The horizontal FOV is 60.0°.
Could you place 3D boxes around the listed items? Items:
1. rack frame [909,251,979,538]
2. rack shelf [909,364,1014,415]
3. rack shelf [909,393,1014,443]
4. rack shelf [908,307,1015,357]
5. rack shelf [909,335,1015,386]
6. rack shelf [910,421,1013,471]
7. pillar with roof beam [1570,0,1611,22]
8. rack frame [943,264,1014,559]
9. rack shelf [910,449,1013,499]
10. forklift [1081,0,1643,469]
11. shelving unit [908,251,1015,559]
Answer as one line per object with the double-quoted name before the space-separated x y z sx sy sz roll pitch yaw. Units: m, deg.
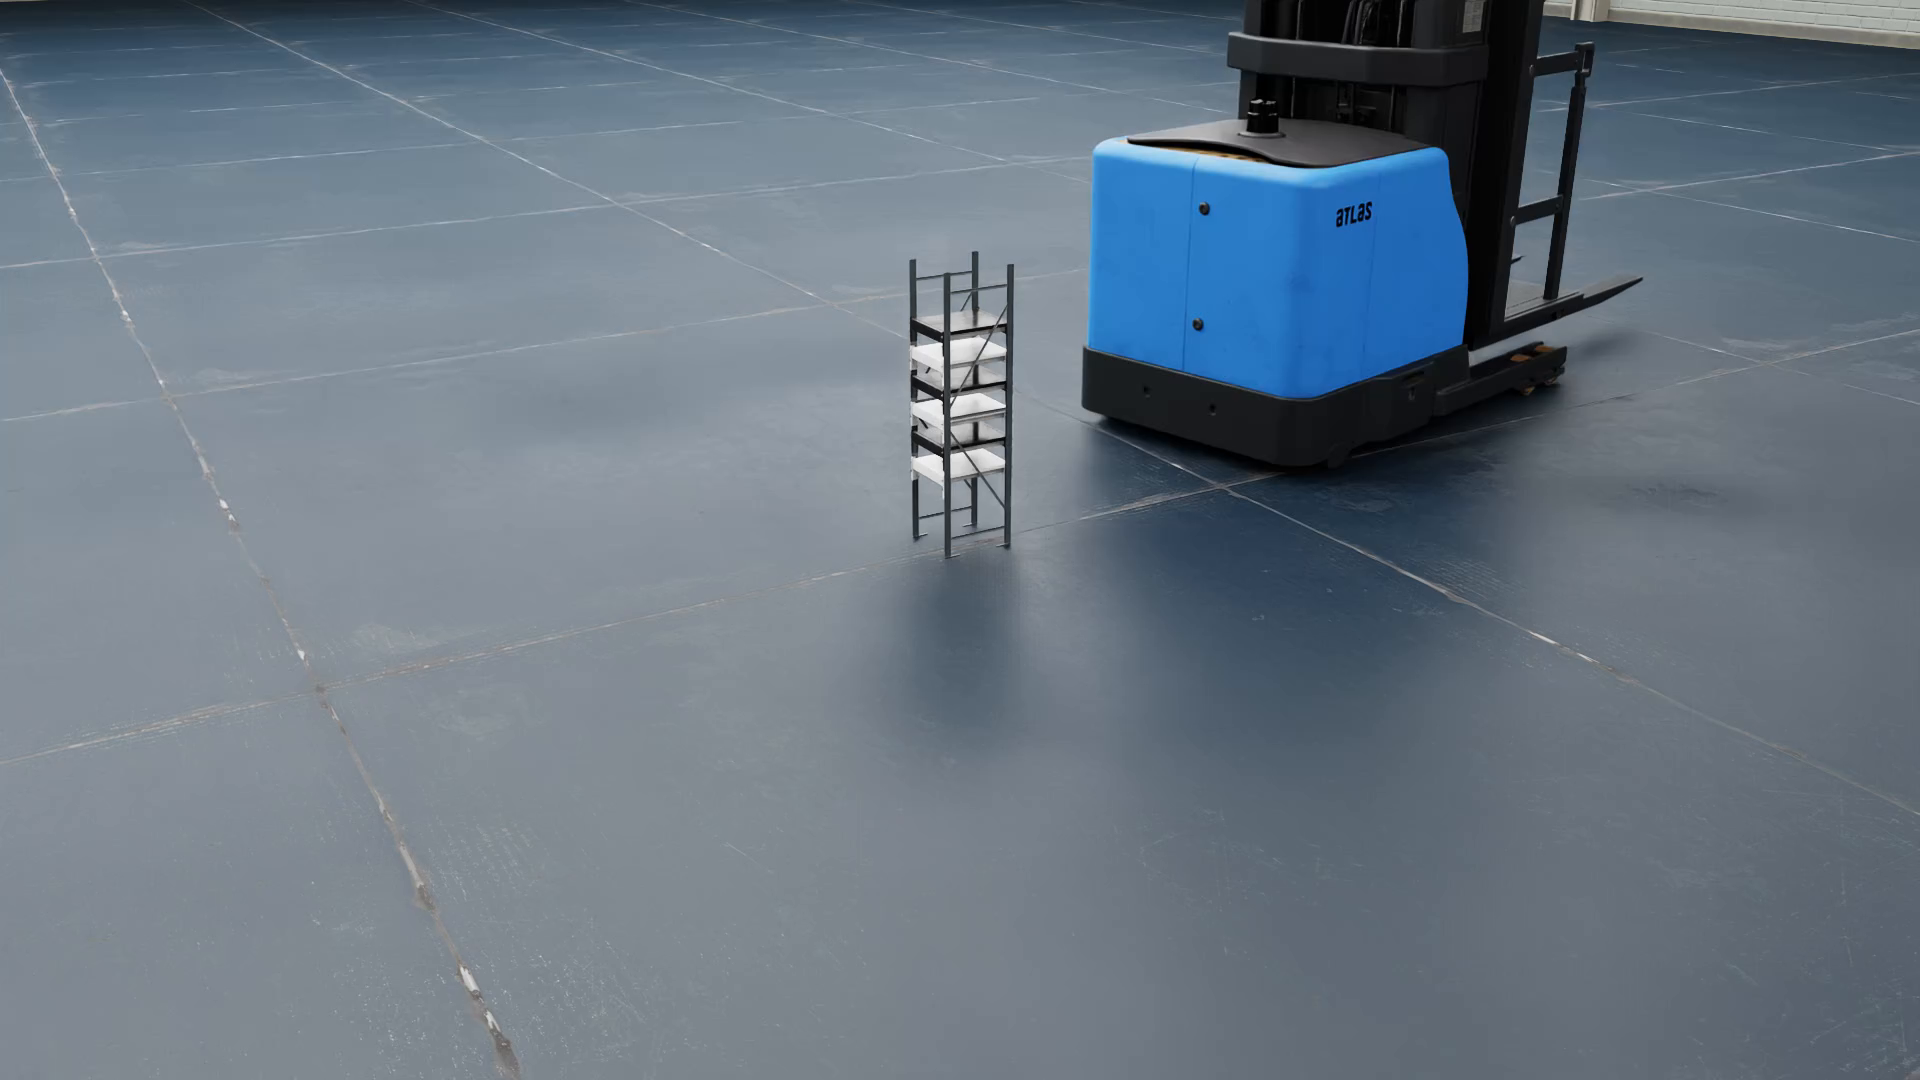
"rack frame" -0.048 -0.447 5.217 0.240 0.900 0.006 -13 25 -28
"rack shelf" 0.004 -0.467 5.114 0.258 0.077 0.200 -13 25 -28
"rack shelf" 0.004 -0.383 5.148 0.258 0.077 0.200 -13 25 -28
"rack shelf" 0.004 -0.633 5.046 0.258 0.077 0.200 -13 25 -28
"rack shelf" 0.004 -0.550 5.080 0.258 0.077 0.200 -13 25 -28
"rack shelf" 0.004 -0.300 5.182 0.258 0.077 0.200 -13 25 -28
"pillar with roof beam" 4.992 -10.522 19.248 9.100 9.000 0.400 -13 25 -28
"rack frame" 0.056 -0.381 5.055 0.240 0.900 0.006 -13 25 -28
"rack shelf" 0.004 -0.217 5.216 0.258 0.077 0.200 -13 25 -28
"forklift" 1.869 -2.068 6.507 3.031 2.935 1.130 -20 30 -41
"shelving unit" 0.004 -0.414 5.136 0.258 0.900 0.210 -13 25 -28
